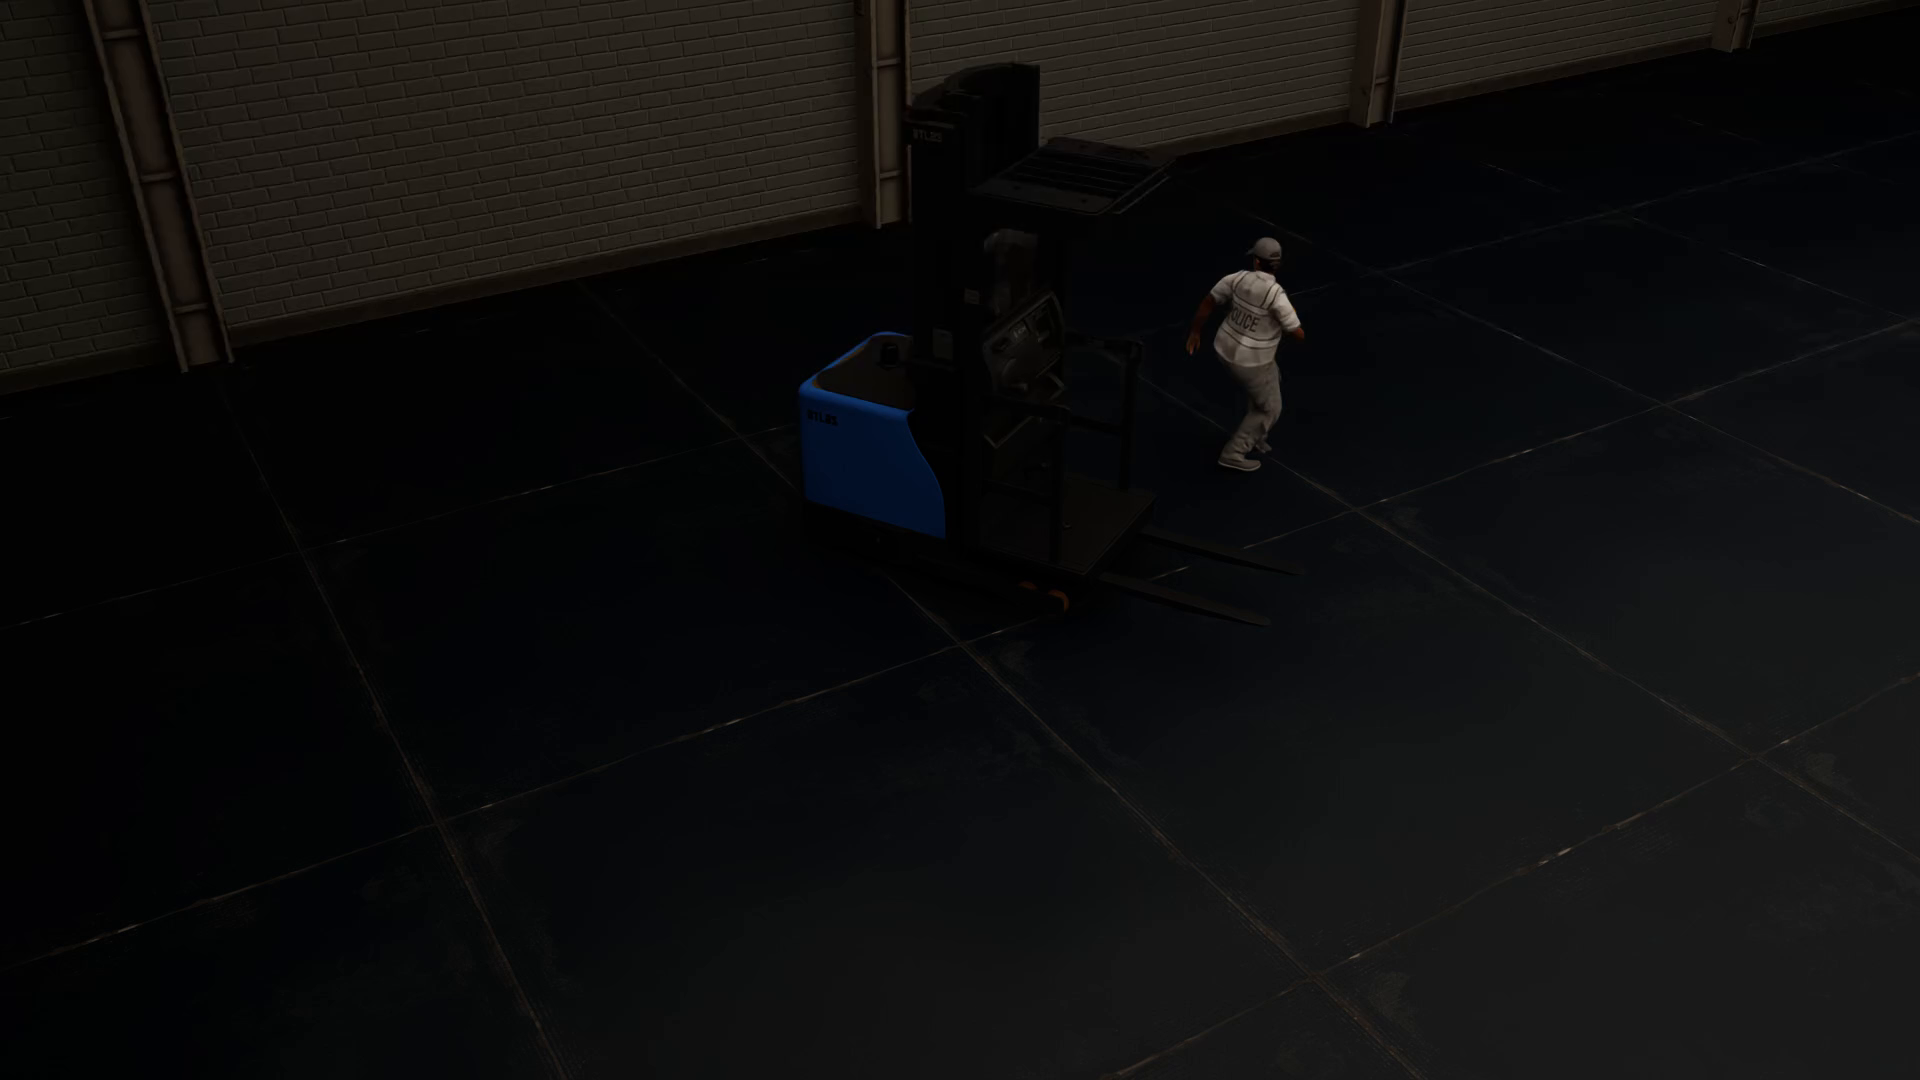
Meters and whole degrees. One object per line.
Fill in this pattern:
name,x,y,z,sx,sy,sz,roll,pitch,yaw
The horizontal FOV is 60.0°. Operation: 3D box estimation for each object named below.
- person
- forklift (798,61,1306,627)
person,1.936,-1.198,11.003,0.732,1.662,0.576,-12,33,-19
forklift,0.549,-1.112,9.504,3.031,2.935,1.130,16,34,24
